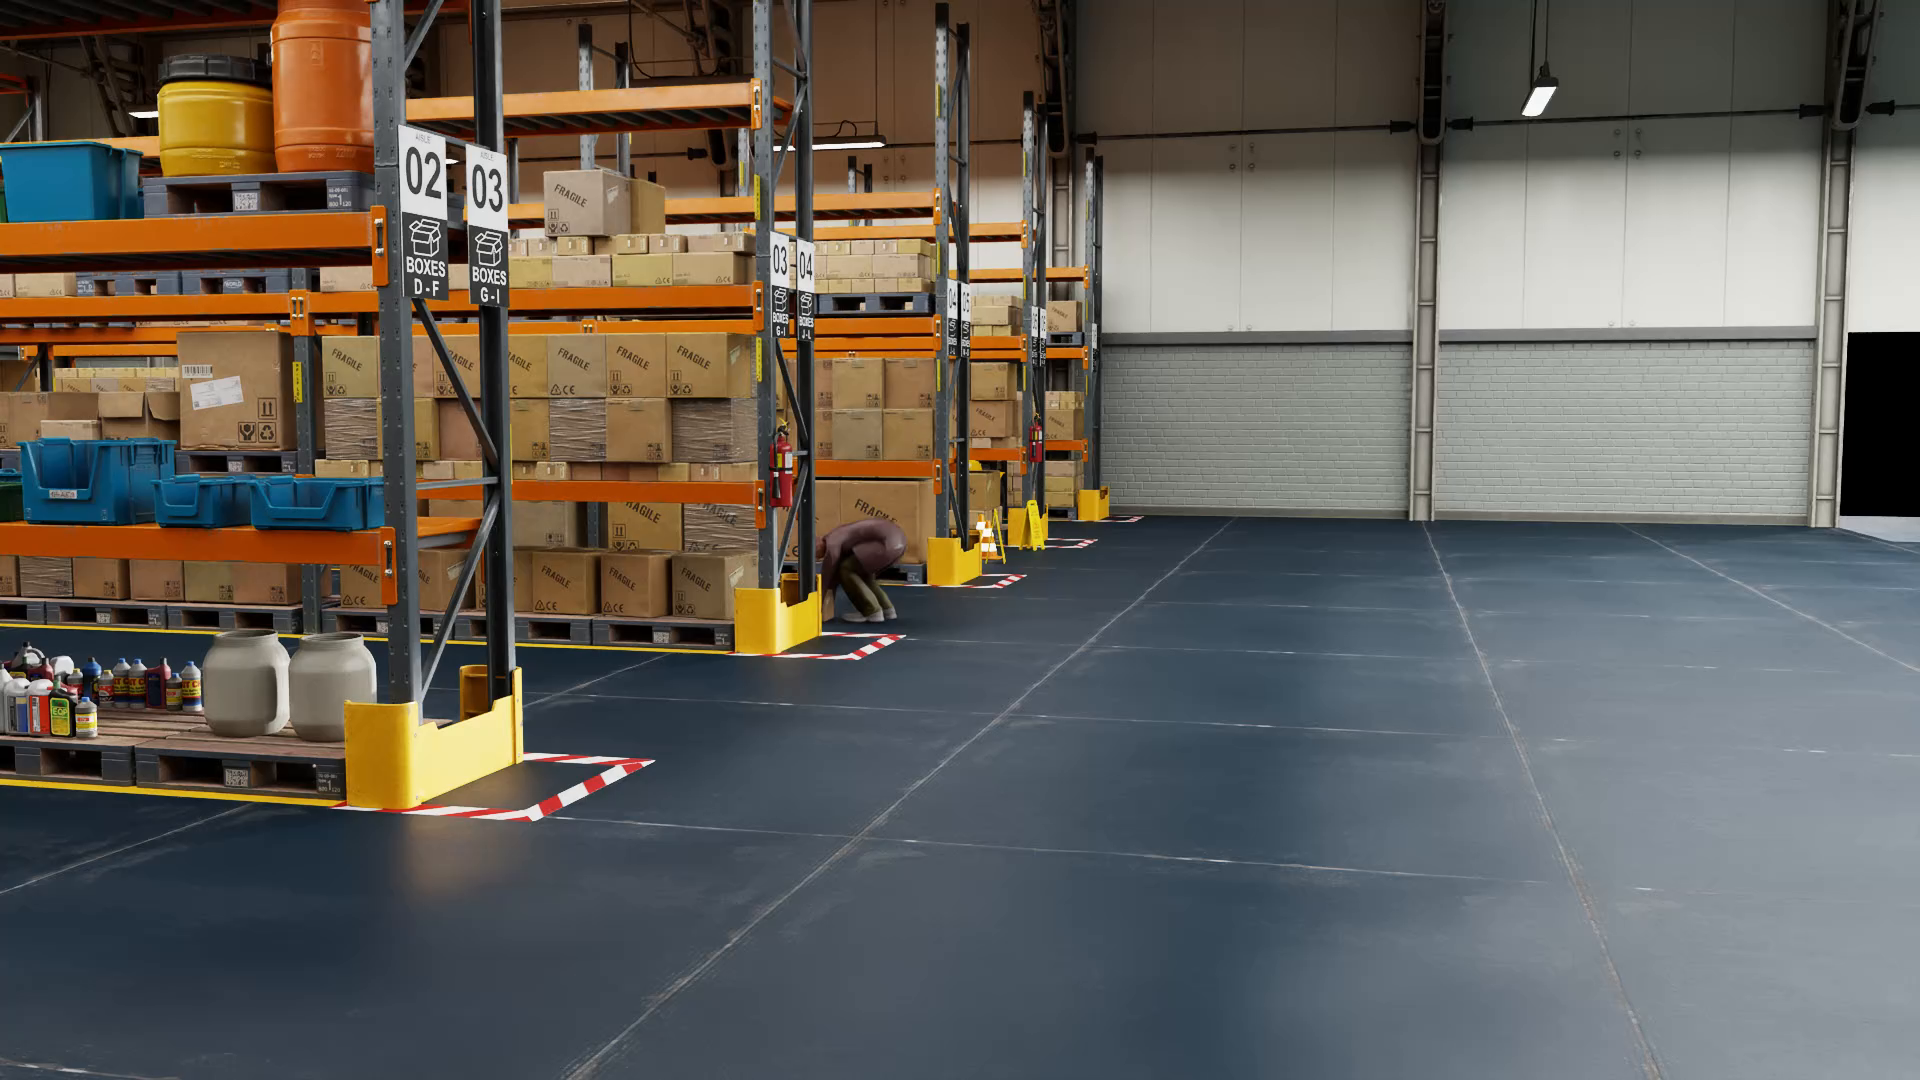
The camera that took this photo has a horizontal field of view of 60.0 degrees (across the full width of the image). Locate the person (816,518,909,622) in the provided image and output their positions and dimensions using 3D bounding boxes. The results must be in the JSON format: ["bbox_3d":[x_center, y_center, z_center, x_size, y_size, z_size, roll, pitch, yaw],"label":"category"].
[{"bbox_3d":[-0.929,0.263,14.629,0.953,0.923,0.587,1,5,11],"label":"person"}]
